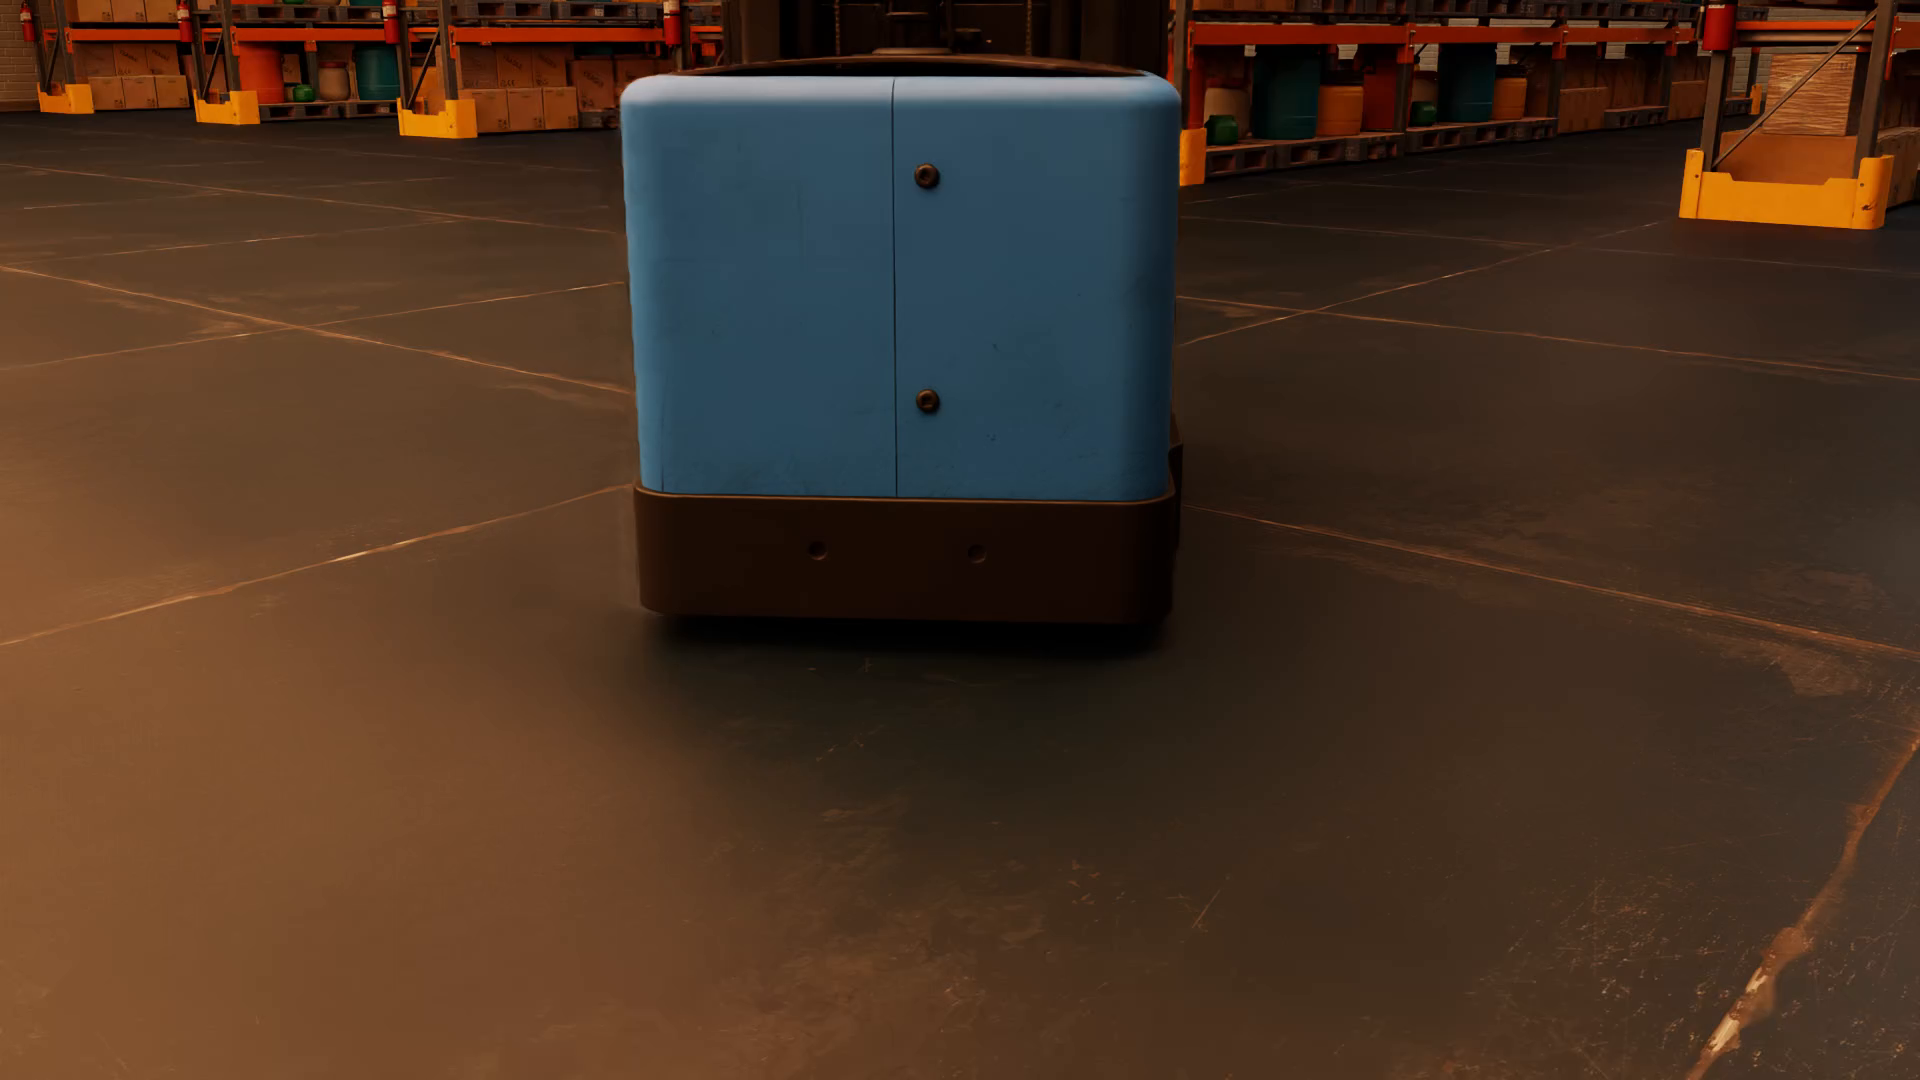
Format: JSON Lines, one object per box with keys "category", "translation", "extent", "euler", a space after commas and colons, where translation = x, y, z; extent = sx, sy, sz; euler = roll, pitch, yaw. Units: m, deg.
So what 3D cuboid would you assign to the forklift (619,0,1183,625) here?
{"category": "forklift", "translation": [-0.020, -1.618, 4.227], "extent": [1.130, 2.935, 3.031], "euler": [1, 17, 4]}
